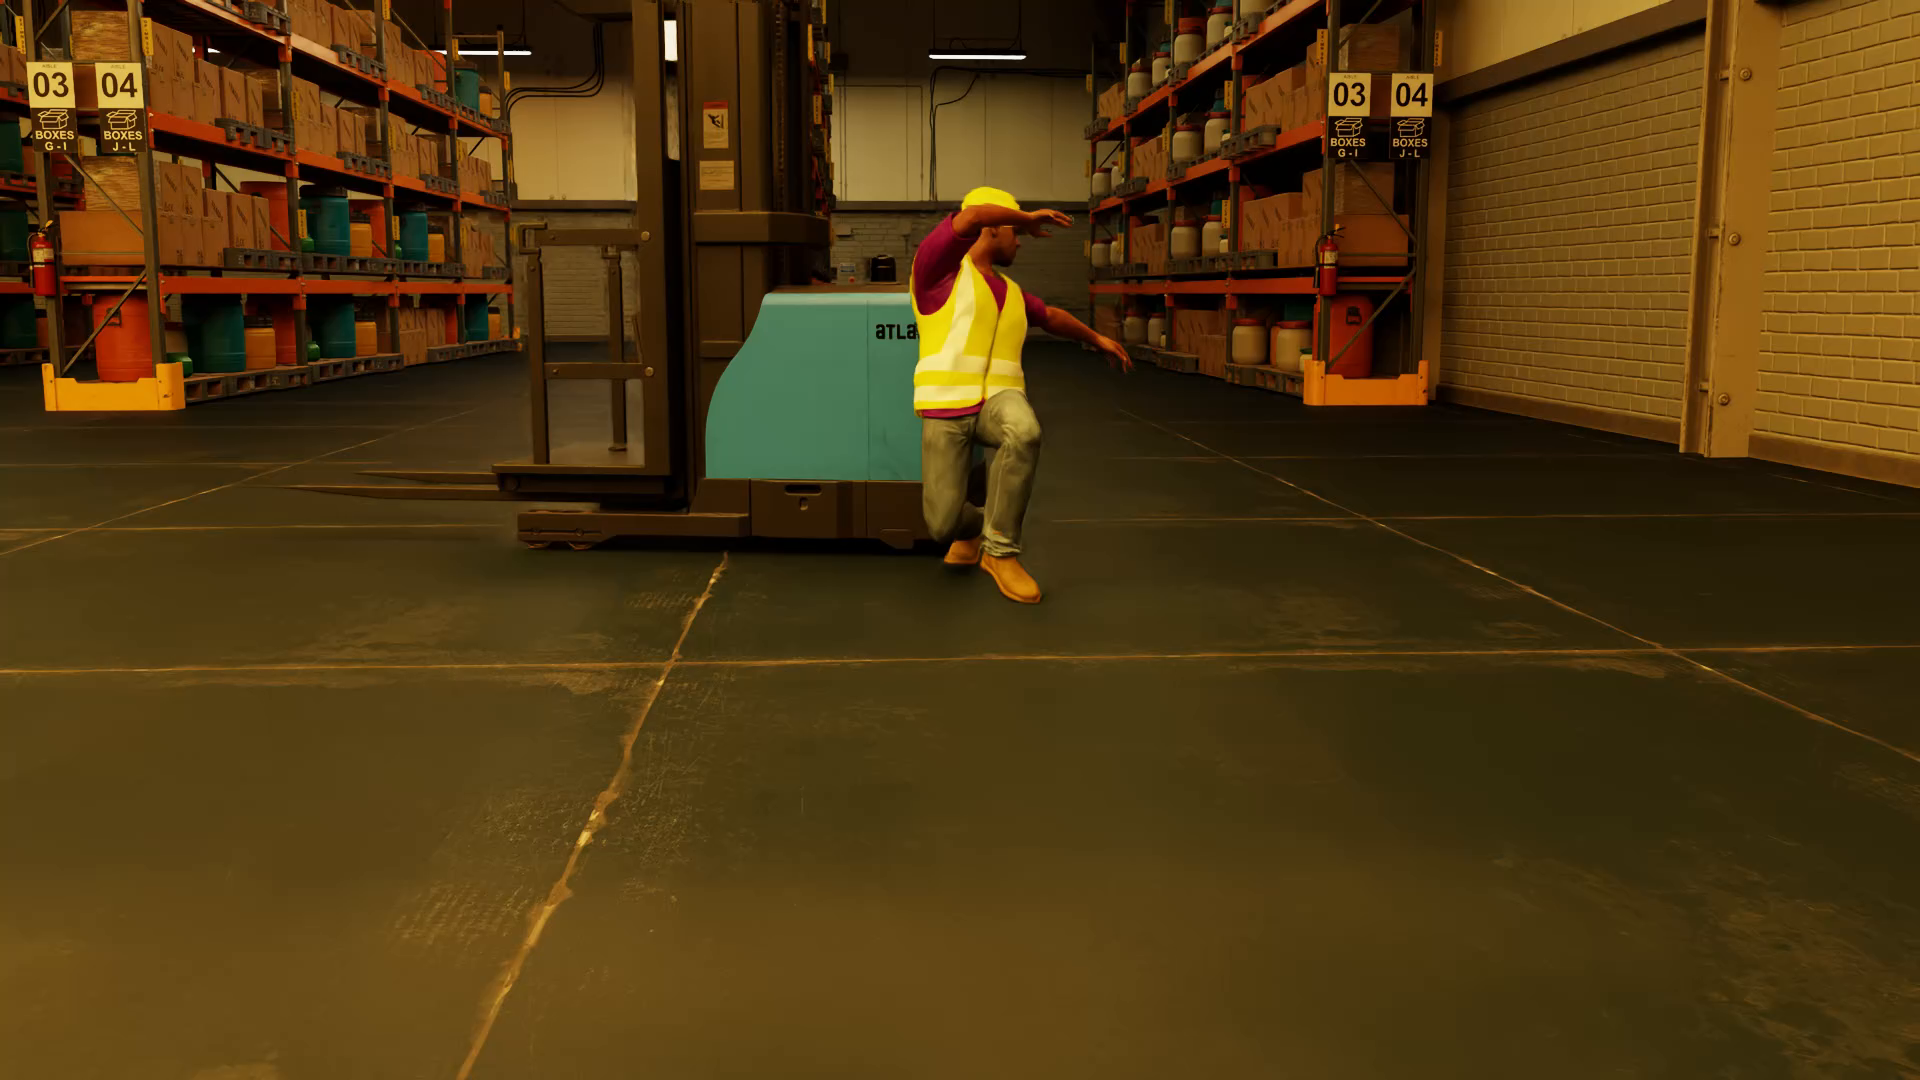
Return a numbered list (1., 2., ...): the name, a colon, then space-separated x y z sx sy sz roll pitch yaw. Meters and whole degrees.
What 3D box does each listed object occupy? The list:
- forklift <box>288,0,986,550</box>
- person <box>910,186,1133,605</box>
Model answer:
1. forklift: -1.438 -1.482 7.314 3.031 2.935 1.130 1 9 8
2. person: 0.325 -0.575 6.173 1.002 1.465 0.958 -3 9 -17
